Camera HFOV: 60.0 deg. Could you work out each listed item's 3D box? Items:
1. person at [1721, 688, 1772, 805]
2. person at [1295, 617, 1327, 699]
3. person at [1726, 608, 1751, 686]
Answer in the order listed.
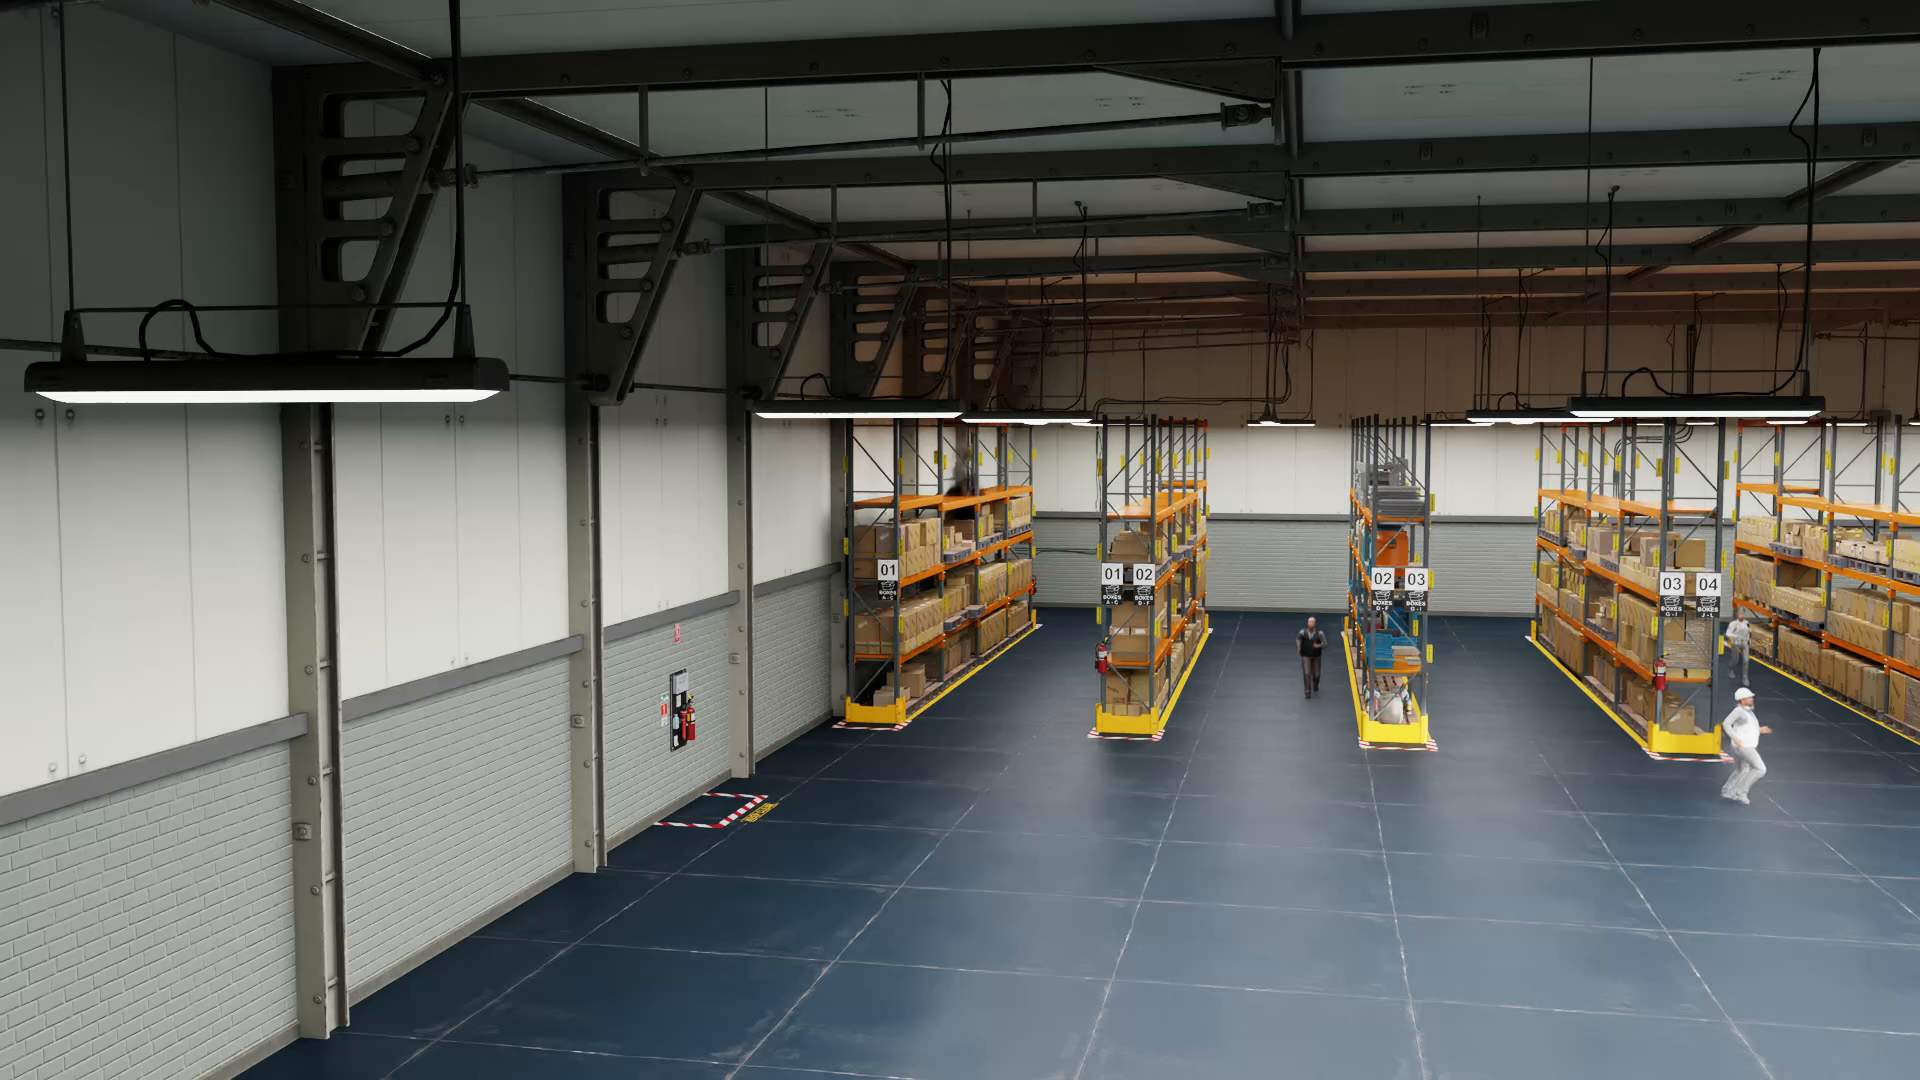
[{"bbox_3d":[12.005,3.148,25.386,0.692,1.771,0.629,3,5,34],"label":"person"},{"bbox_3d":[7.491,2.502,35.492,0.667,1.699,0.915,1,4,13],"label":"person"},{"bbox_3d":[17.548,2.379,37.430,0.613,1.708,0.923,0,4,4],"label":"person"}]
